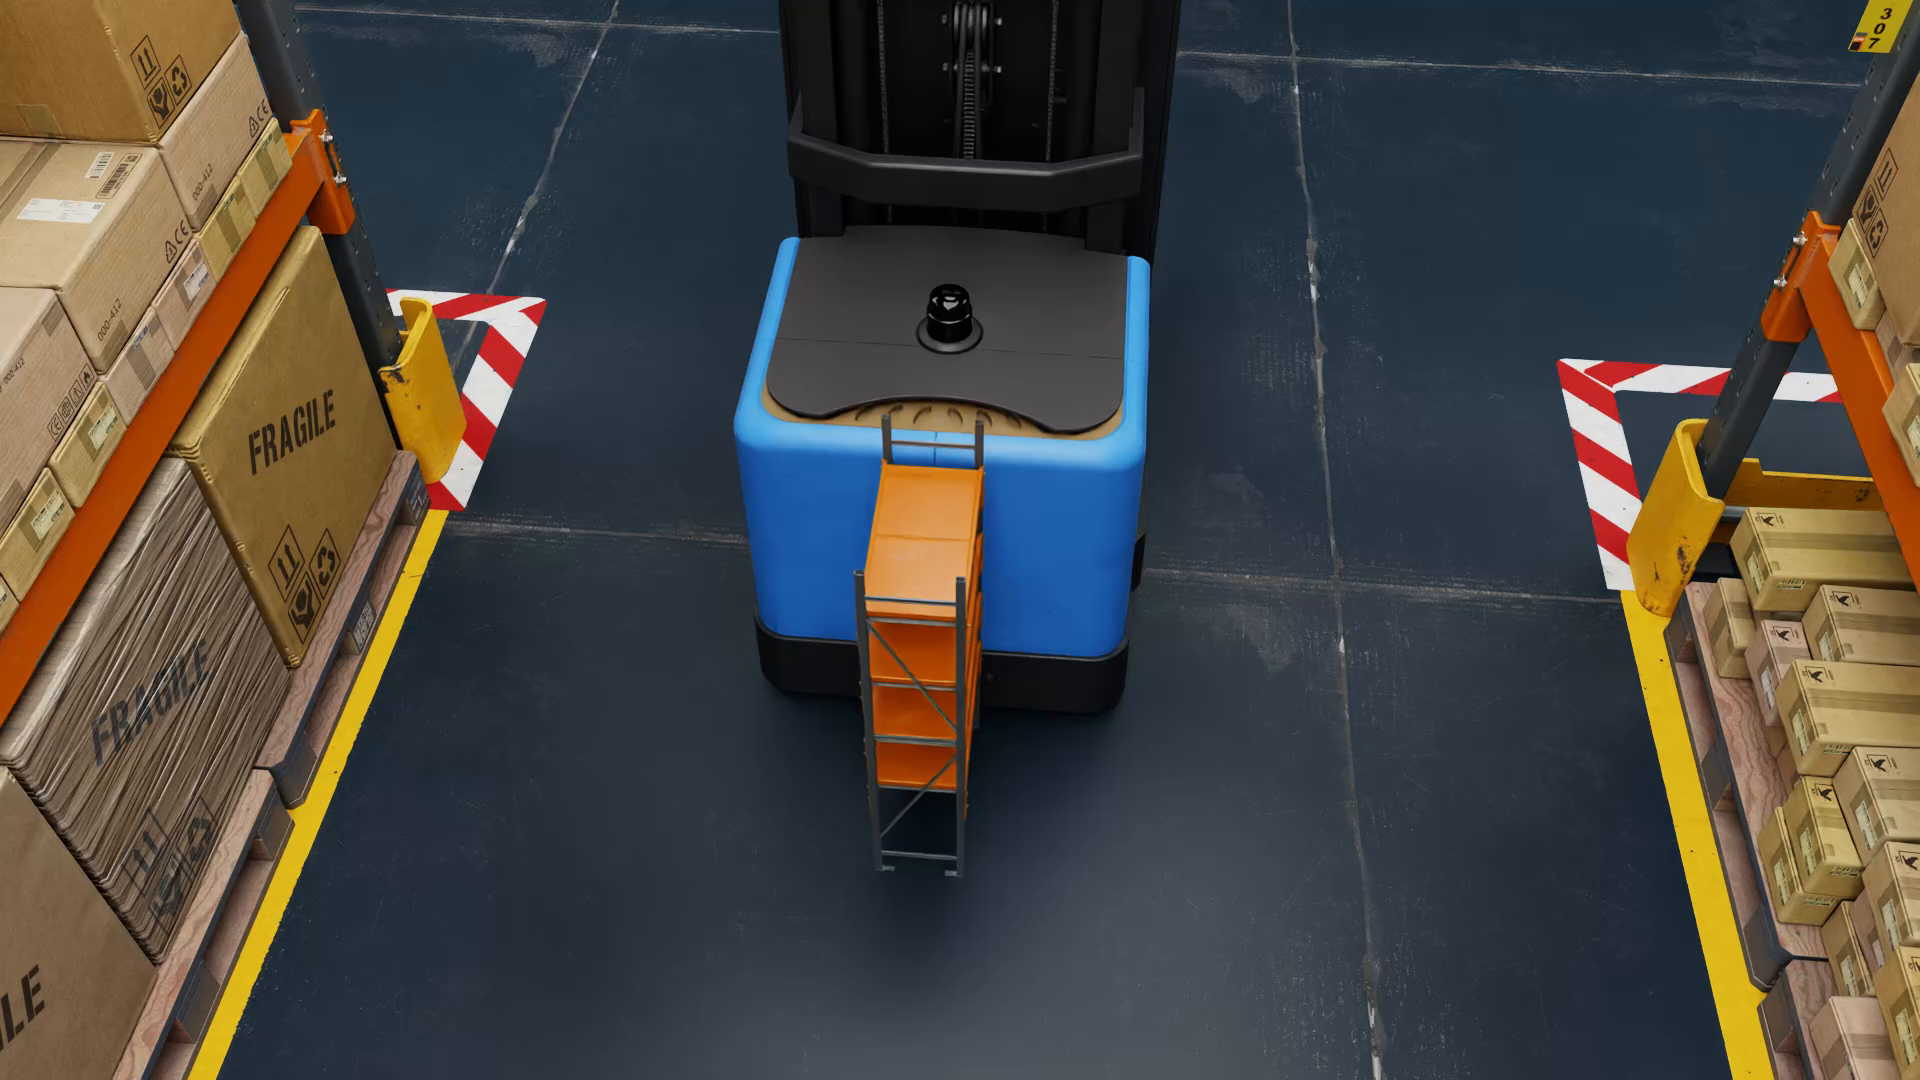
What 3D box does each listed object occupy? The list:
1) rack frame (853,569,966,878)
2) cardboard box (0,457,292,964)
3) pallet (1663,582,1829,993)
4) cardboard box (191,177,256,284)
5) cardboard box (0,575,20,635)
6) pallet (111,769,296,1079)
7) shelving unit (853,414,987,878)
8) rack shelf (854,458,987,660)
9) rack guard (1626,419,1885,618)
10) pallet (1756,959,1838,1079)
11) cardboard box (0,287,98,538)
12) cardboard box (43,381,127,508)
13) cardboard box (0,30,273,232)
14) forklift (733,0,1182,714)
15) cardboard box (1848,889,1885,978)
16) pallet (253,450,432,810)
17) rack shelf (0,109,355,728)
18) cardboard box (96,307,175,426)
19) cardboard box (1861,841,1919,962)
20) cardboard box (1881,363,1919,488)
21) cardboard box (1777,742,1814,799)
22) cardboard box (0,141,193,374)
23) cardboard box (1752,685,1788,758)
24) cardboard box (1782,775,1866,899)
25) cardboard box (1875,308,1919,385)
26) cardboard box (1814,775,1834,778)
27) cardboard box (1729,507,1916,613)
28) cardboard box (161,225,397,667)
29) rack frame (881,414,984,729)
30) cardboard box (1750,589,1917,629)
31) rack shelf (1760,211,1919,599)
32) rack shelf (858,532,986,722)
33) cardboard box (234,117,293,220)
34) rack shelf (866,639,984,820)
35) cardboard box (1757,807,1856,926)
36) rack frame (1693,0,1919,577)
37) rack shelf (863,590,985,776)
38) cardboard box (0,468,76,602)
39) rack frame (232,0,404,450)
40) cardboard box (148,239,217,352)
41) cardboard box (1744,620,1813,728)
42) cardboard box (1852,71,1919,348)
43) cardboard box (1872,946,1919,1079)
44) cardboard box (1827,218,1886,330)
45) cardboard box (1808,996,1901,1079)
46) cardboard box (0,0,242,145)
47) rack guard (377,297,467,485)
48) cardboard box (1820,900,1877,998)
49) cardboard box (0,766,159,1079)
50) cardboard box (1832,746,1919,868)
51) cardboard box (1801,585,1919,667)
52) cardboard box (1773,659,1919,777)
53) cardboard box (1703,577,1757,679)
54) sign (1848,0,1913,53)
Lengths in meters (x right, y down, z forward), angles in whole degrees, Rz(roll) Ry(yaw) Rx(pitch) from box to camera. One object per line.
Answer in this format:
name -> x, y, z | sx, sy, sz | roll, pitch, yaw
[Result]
rack frame -> -0.108, 0.481, 3.997 | 0.240, 1.200, 0.015 | 4, 48, 3
cardboard box -> -2.318, 0.385, 4.020 | 0.875, 0.875, 0.875 | 4, 48, 4
pallet -> 2.557, 0.665, 4.499 | 1.003, 0.211, 1.213 | 4, 48, 4
cardboard box -> -1.983, -0.775, 4.096 | 0.380, 0.149, 0.250 | 4, 48, 4
cardboard box -> -2.101, 0.158, 3.243 | 0.380, 0.149, 0.250 | 5, 48, 4
pallet -> -2.365, 1.094, 4.107 | 1.003, 0.211, 1.213 | 4, 48, 4
shelving unit -> -0.086, 0.302, 4.161 | 0.258, 1.200, 0.503 | 4, 48, 3
rack shelf -> -0.086, 0.037, 3.871 | 0.258, 0.148, 0.480 | 4, 48, 3
rack guard -> 2.667, -0.027, 4.936 | 1.175, 0.500, 0.348 | 4, 48, 4
pallet -> 2.444, 1.559, 3.681 | 1.003, 0.211, 1.213 | 4, 48, 4
cardboard box -> -2.129, -0.263, 3.358 | 0.500, 0.250, 0.500 | 2, 48, 2
cardboard box -> -2.053, -0.215, 3.584 | 0.380, 0.149, 0.250 | 3, 48, 3
cardboard box -> -2.036, -1.010, 4.041 | 0.500, 0.250, 0.500 | 3, 48, 3
forklift -> 0.074, -1.590, 4.718 | 1.130, 2.935, 3.031 | 4, 48, 3
cardboard box -> 2.294, 0.927, 3.815 | 0.380, 0.149, 0.250 | 2, 48, 2
pallet -> -2.252, 0.200, 4.924 | 1.003, 0.211, 1.213 | 4, 48, 4
rack shelf -> -2.439, 0.378, 3.359 | 1.077, 0.370, 4.000 | 4, 48, 4
cardboard box -> -2.031, -0.406, 3.759 | 0.380, 0.149, 0.250 | 5, 48, 4
cardboard box -> 2.257, 0.833, 3.699 | 0.380, 0.149, 0.250 | 6, 48, 5
cardboard box -> 2.258, -0.242, 3.609 | 0.380, 0.149, 0.250 | 3, 48, 2
cardboard box -> 2.349, 0.638, 4.281 | 0.380, 0.149, 0.250 | 4, 48, 4
cardboard box -> -2.083, -0.637, 3.700 | 0.500, 0.250, 0.500 | 3, 48, 3
cardboard box -> 2.365, 0.455, 4.448 | 0.380, 0.149, 0.250 | 4, 48, 3
cardboard box -> 2.223, 0.726, 3.999 | 0.380, 0.149, 0.250 | 5, 48, 5
cardboard box -> 2.336, -0.436, 3.786 | 0.380, 0.149, 0.250 | 5, 48, 5
cardboard box -> 2.355, 0.545, 4.165 | 0.380, 0.149, 0.250 | 4, 48, 4
cardboard box -> 2.287, 0.055, 4.411 | 0.380, 0.149, 0.250 | 2, 48, 2
cardboard box -> -2.235, -0.283, 4.632 | 0.875, 0.875, 0.875 | 4, 48, 4
rack frame -> -0.064, 0.123, 4.325 | 0.240, 1.200, 0.015 | 4, 48, 3
cardboard box -> 2.370, 0.161, 4.516 | 0.380, 0.149, 0.250 | 6, 48, 5
rack shelf -> 2.491, 0.786, 2.986 | 1.077, 0.370, 4.000 | 4, 48, 4
rack shelf -> -0.086, 0.196, 4.045 | 0.258, 0.148, 0.480 | 4, 48, 3
cardboard box -> -1.961, -0.966, 4.271 | 0.380, 0.149, 0.250 | 5, 48, 4
rack shelf -> -0.086, 0.481, 4.357 | 0.258, 0.148, 0.480 | 4, 48, 3
cardboard box -> 2.216, 0.819, 4.116 | 0.380, 0.149, 0.250 | 4, 48, 4
rack frame -> 2.673, -0.926, 4.065 | 1.000, 3.000, 0.127 | 4, 48, 4
rack shelf -> -0.086, 0.347, 4.210 | 0.258, 0.148, 0.480 | 4, 48, 3
cardboard box -> -2.076, -0.024, 3.410 | 0.380, 0.149, 0.250 | 4, 48, 4
rack frame -> -2.257, -1.334, 4.438 | 1.000, 3.000, 0.127 | 4, 48, 4
cardboard box -> -2.007, -0.589, 3.926 | 0.380, 0.149, 0.250 | 4, 48, 4
cardboard box -> 2.289, 0.359, 4.335 | 0.380, 0.149, 0.250 | 4, 48, 3
cardboard box -> 2.357, -0.749, 3.633 | 0.500, 0.500, 0.500 | 6, 48, 5
cardboard box -> 2.187, 1.024, 3.525 | 0.380, 0.149, 0.250 | 5, 48, 4
cardboard box -> 2.318, -0.626, 3.960 | 0.380, 0.149, 0.250 | 4, 48, 3
cardboard box -> 2.179, 1.190, 3.776 | 0.380, 0.149, 0.250 | 2, 48, 2
cardboard box -> -2.039, -1.261, 3.763 | 0.500, 0.500, 0.500 | 4, 48, 4
rack guard -> -2.254, -0.508, 5.376 | 1.175, 0.500, 0.348 | 4, 48, 4
cardboard box -> 2.288, 1.013, 3.939 | 0.380, 0.149, 0.250 | 4, 48, 4
cardboard box -> -2.399, 1.039, 3.422 | 0.875, 0.875, 0.875 | 4, 48, 4
cardboard box -> 2.291, 0.630, 3.885 | 0.380, 0.149, 0.250 | 2, 48, 2
cardboard box -> 2.382, 0.266, 4.218 | 0.380, 0.149, 0.250 | 5, 48, 4
cardboard box -> 2.232, 0.443, 4.057 | 0.380, 0.149, 0.250 | 4, 48, 3
cardboard box -> 2.307, 0.257, 4.629 | 0.380, 0.149, 0.250 | 5, 48, 4
sign -> 2.133, -1.255, 3.778 | 0.100, 0.325, 0.005 | 4, 48, 4
